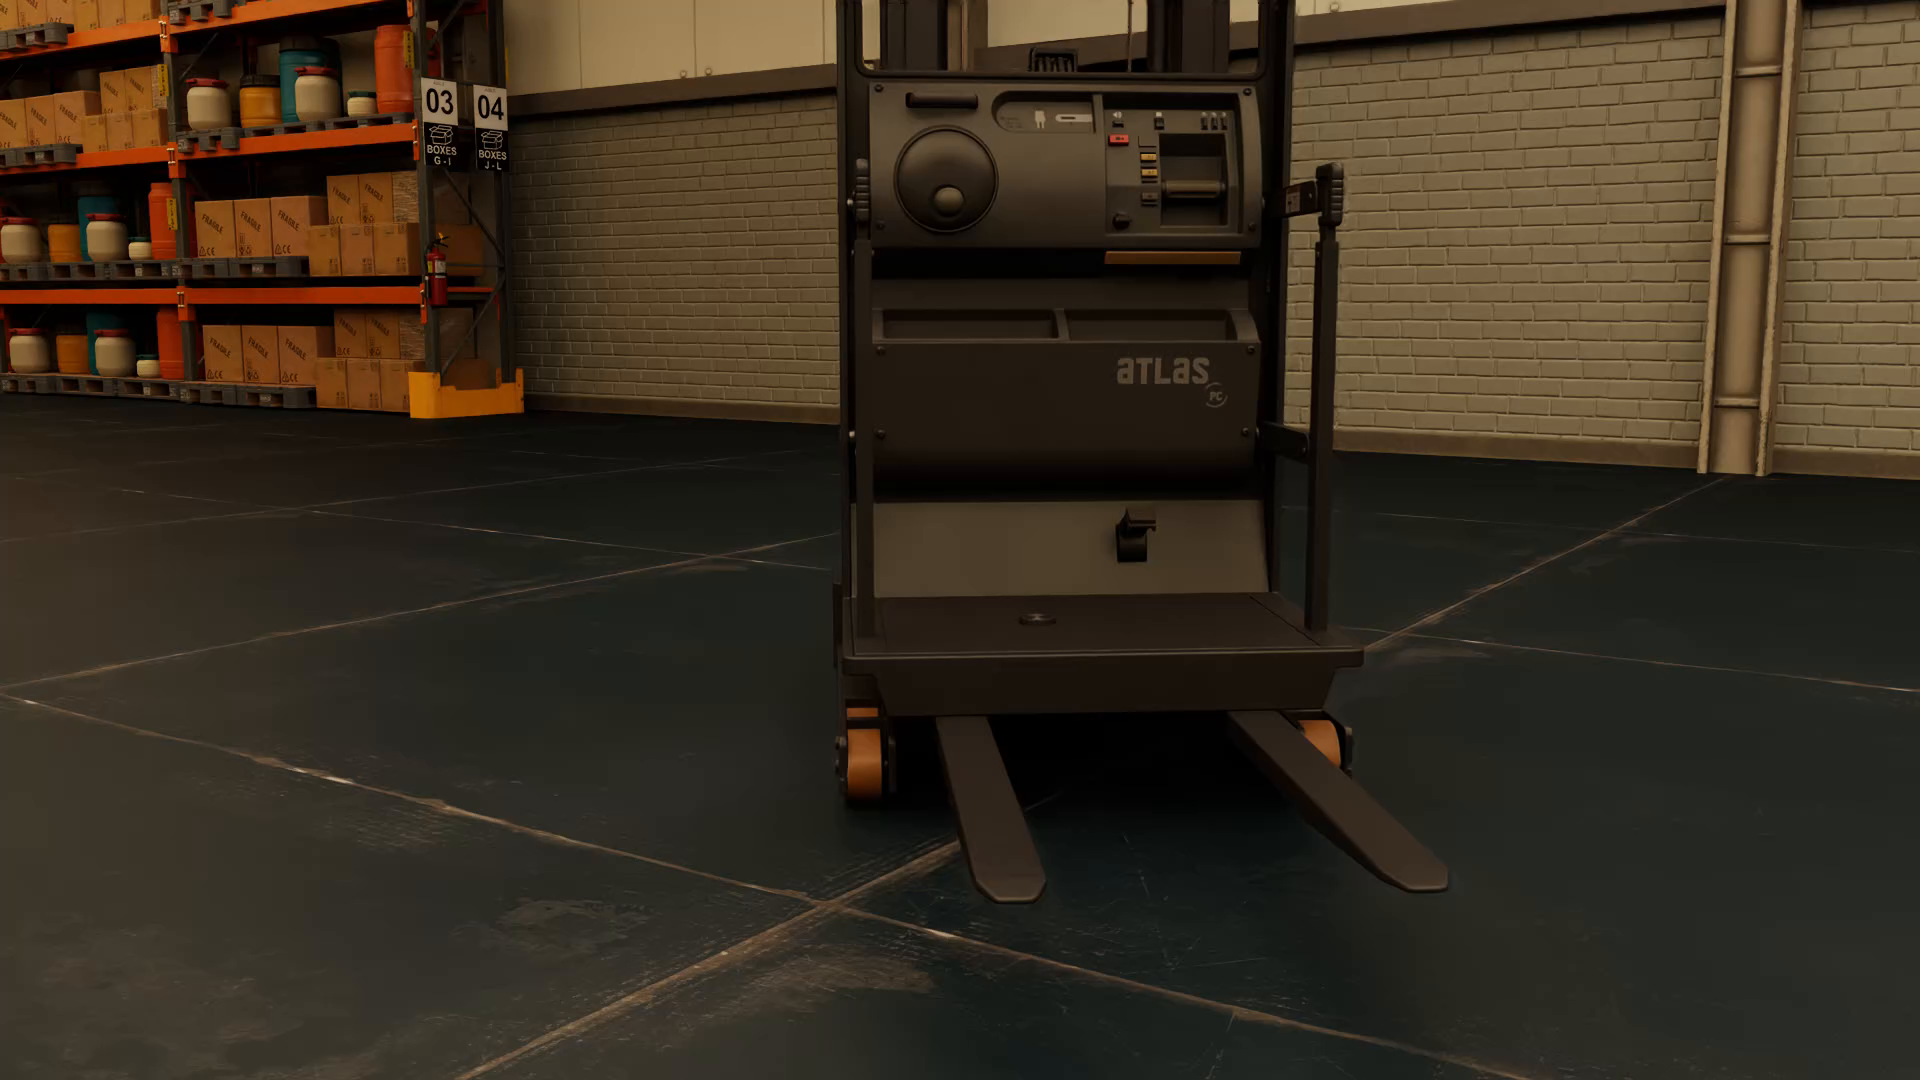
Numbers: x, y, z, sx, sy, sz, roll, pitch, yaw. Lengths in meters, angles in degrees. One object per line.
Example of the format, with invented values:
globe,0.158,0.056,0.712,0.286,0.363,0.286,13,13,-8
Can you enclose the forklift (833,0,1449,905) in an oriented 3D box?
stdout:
forklift,0.268,-0.929,3.729,1.130,2.935,3.031,-1,8,-4
